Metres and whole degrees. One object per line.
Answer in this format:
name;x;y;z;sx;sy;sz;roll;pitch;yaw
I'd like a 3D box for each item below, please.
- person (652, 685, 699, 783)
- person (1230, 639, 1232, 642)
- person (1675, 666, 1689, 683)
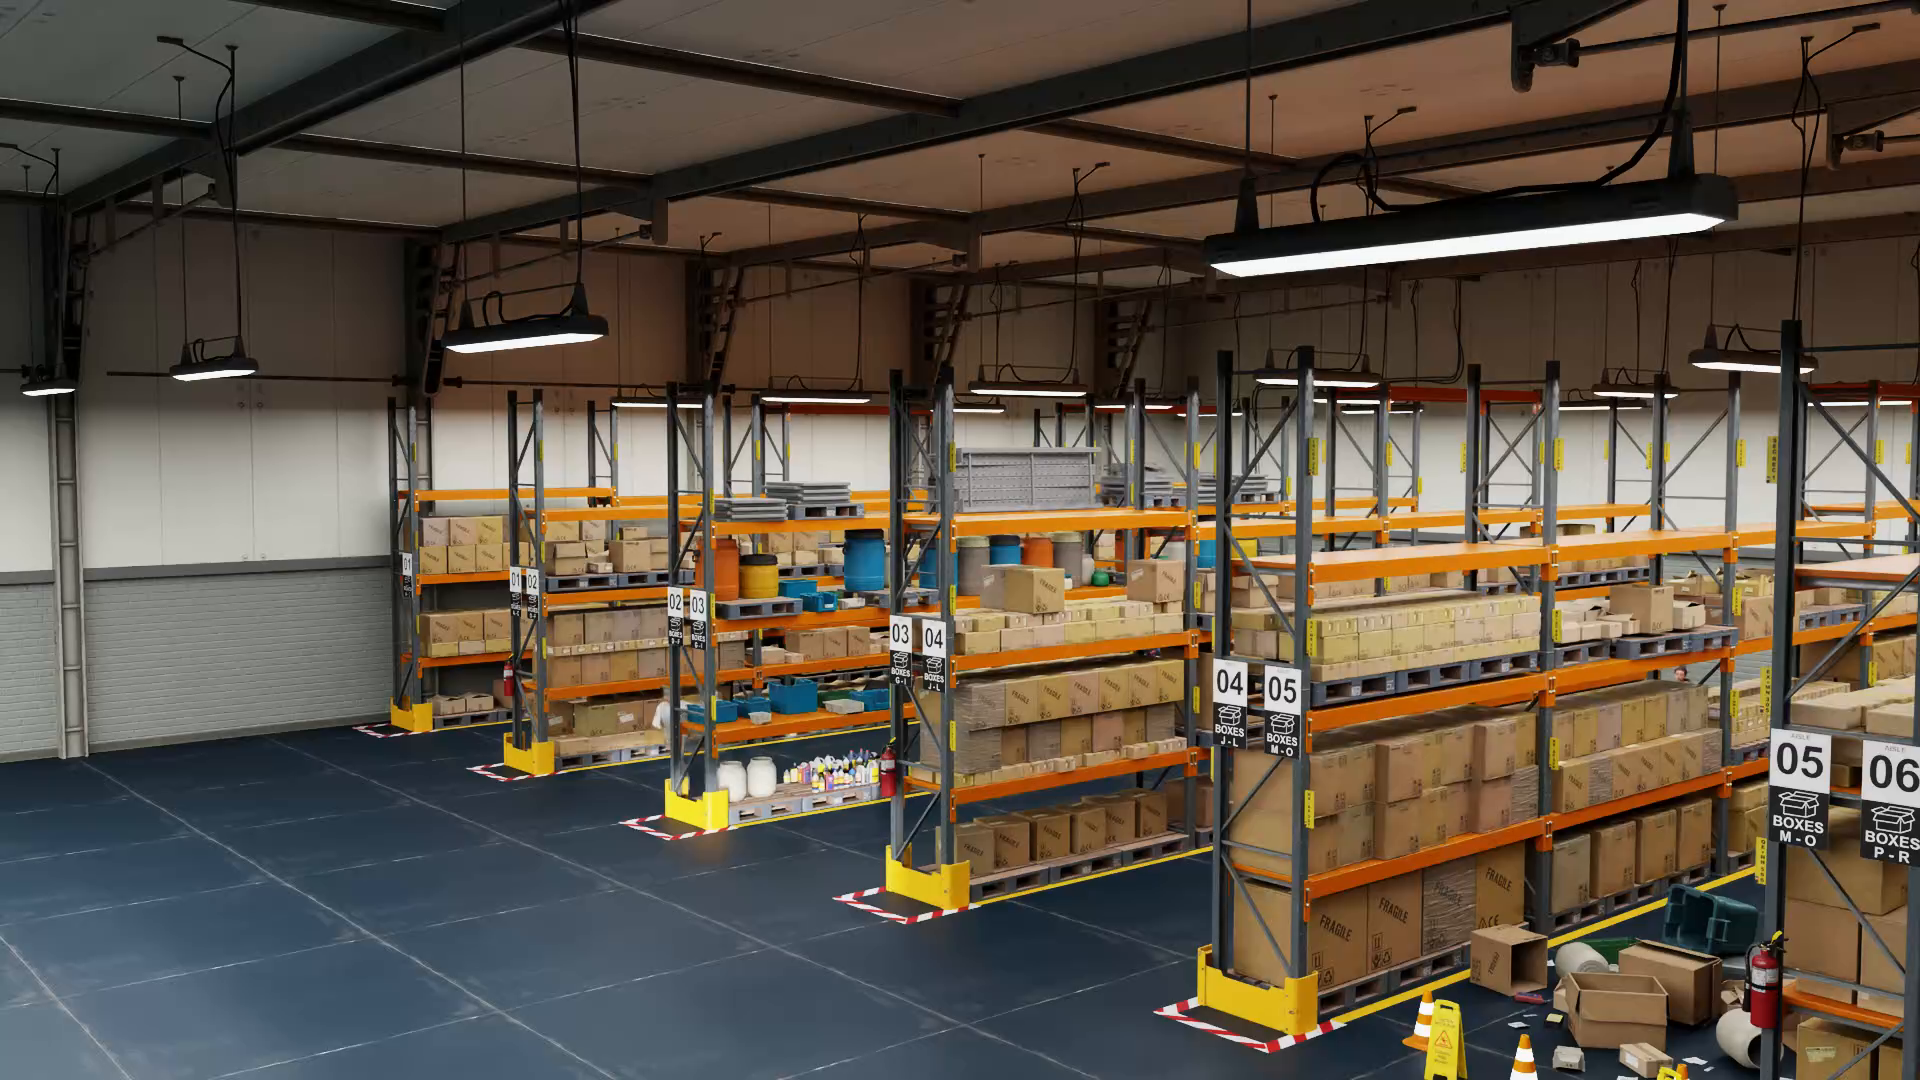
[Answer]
person;-4.189;2.925;24.549;0.601;1.637;0.917;1;3;17
person;5.271;2.464;32.303;0.862;1.589;0.522;-3;4;-41
person;11.453;2.802;26.393;0.644;1.642;0.625;-2;4;-30
